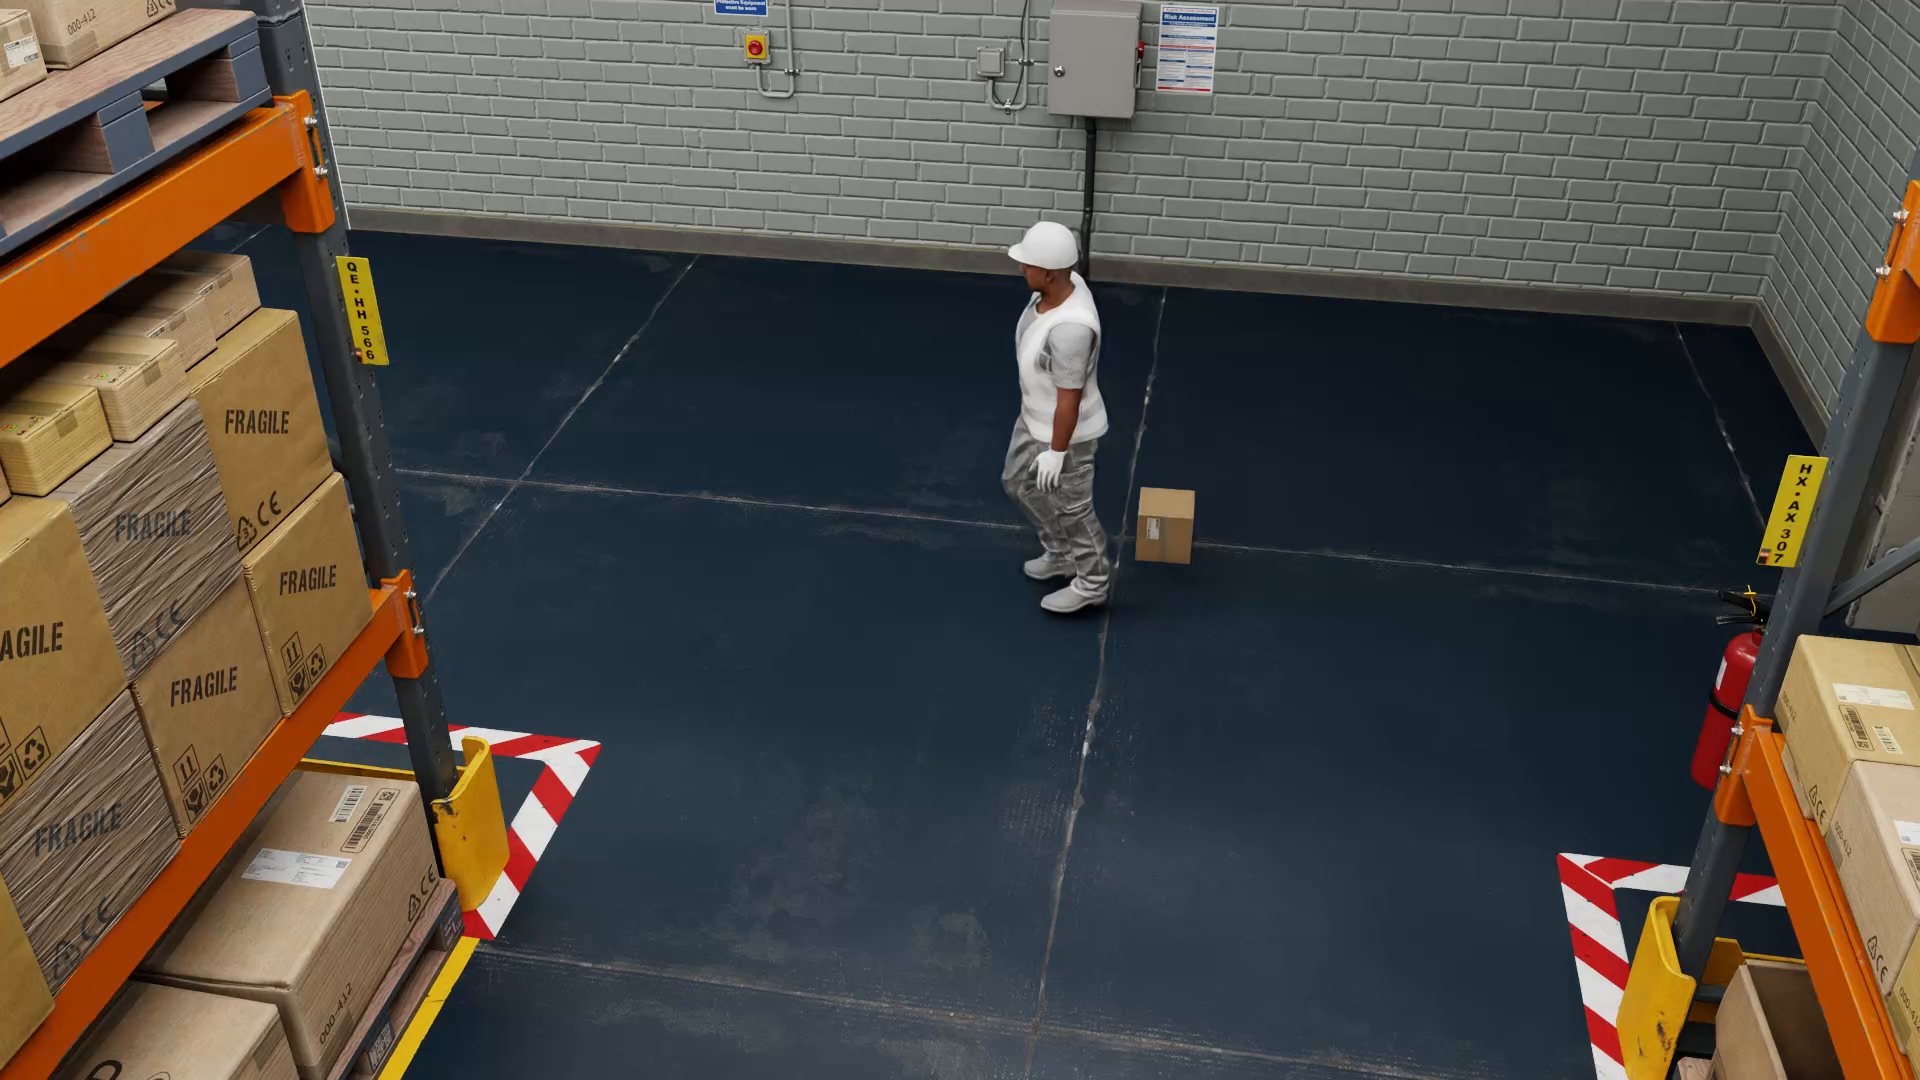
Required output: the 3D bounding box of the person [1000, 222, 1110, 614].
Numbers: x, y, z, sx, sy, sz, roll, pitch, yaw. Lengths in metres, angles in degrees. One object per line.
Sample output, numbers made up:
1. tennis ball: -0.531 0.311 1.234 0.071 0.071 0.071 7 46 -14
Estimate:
1. person: 0.412 -0.479 6.836 0.461 1.771 0.592 -6 33 -9
